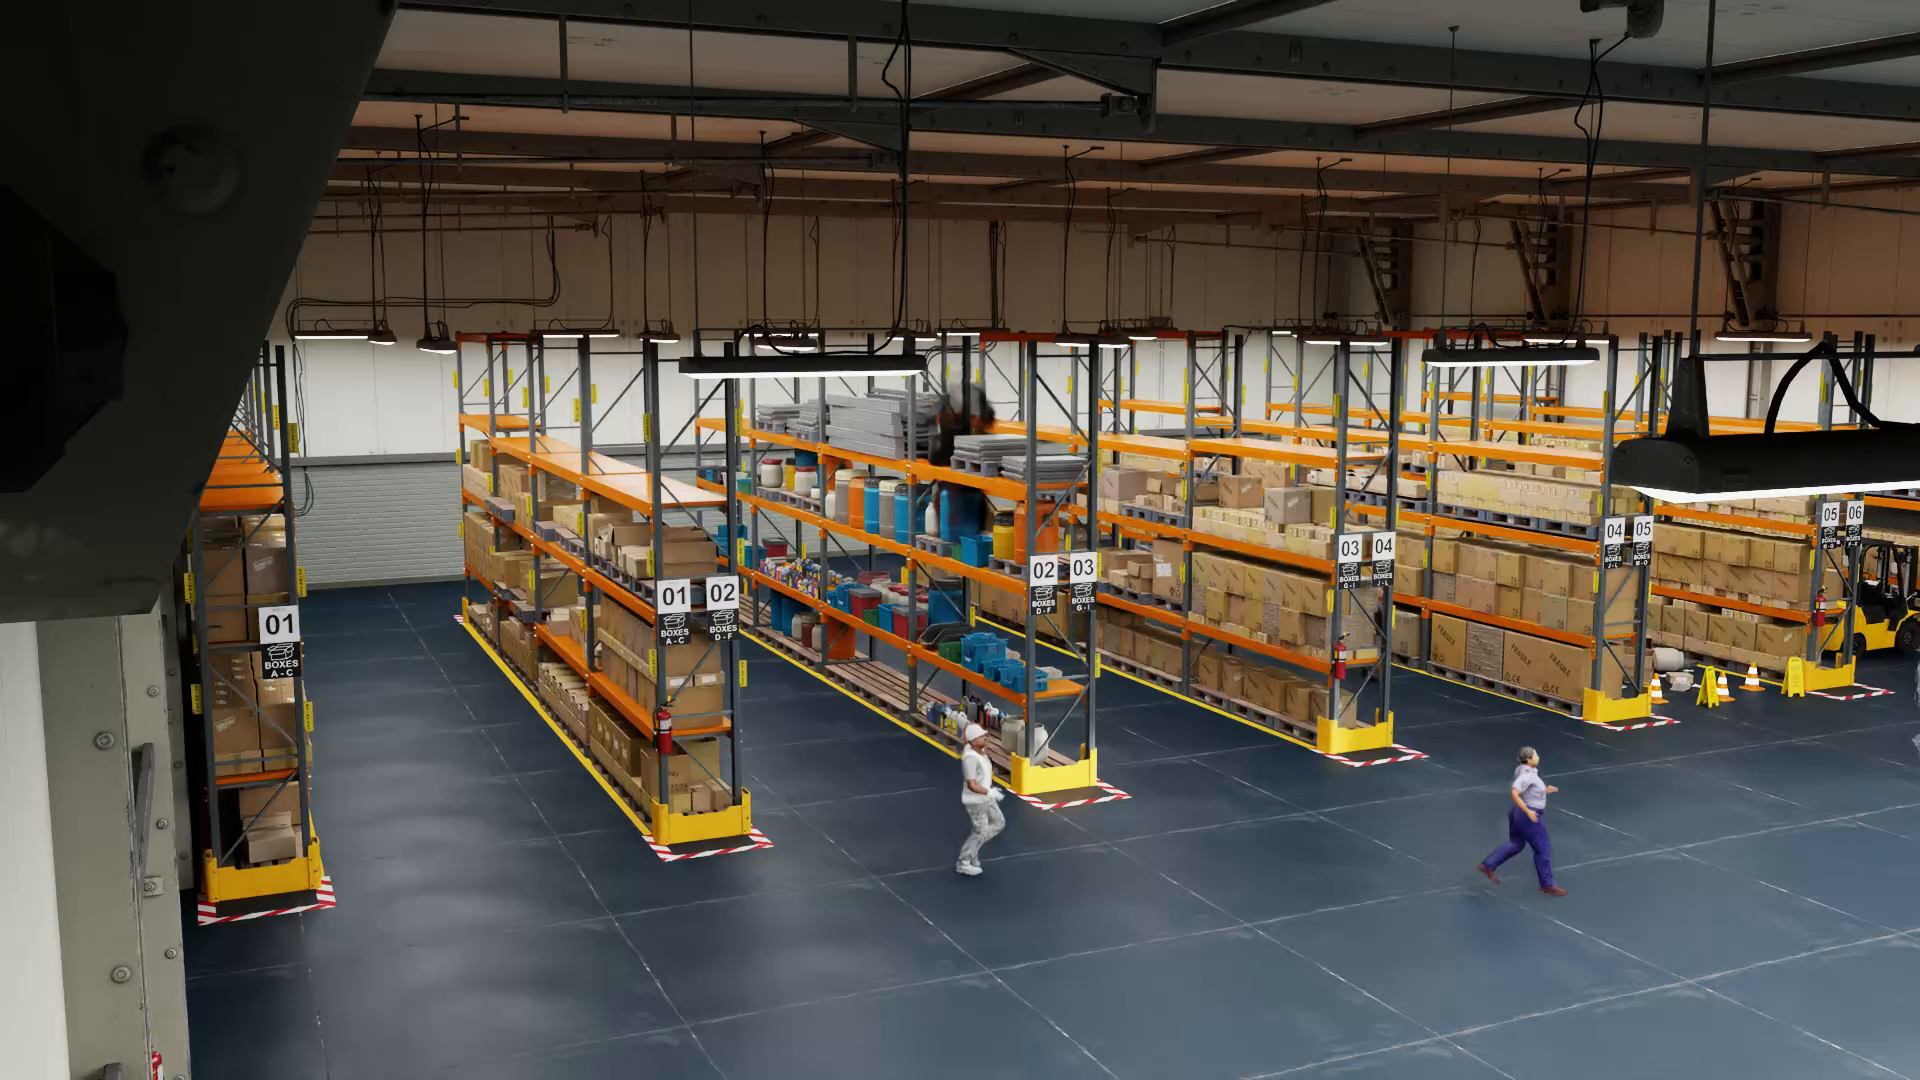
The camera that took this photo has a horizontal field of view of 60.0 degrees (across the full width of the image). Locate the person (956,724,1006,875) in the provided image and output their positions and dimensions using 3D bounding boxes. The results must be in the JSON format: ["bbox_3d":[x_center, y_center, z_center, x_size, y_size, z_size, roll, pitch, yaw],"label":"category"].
[{"bbox_3d":[0.239,2.932,18.871,0.568,1.737,0.695,1,8,7],"label":"person"}]

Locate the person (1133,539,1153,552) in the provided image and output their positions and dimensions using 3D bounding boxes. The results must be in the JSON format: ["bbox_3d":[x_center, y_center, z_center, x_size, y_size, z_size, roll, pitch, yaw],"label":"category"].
[{"bbox_3d":[4.635,-0.208,42.447,0.850,1.697,0.625,-4,8,-25],"label":"person"}]

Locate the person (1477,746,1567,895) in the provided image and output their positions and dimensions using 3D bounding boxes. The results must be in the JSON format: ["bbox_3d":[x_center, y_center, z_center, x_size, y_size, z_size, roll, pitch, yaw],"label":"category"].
[{"bbox_3d":[6.206,3.056,18.217,0.922,1.636,0.607,0,8,3],"label":"person"}]

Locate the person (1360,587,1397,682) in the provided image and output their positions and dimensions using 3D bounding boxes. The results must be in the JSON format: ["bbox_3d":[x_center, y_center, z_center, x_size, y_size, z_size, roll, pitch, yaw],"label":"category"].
[{"bbox_3d":[7.233,1.630,28.712,0.637,1.677,0.552,-5,9,-33],"label":"person"}]
